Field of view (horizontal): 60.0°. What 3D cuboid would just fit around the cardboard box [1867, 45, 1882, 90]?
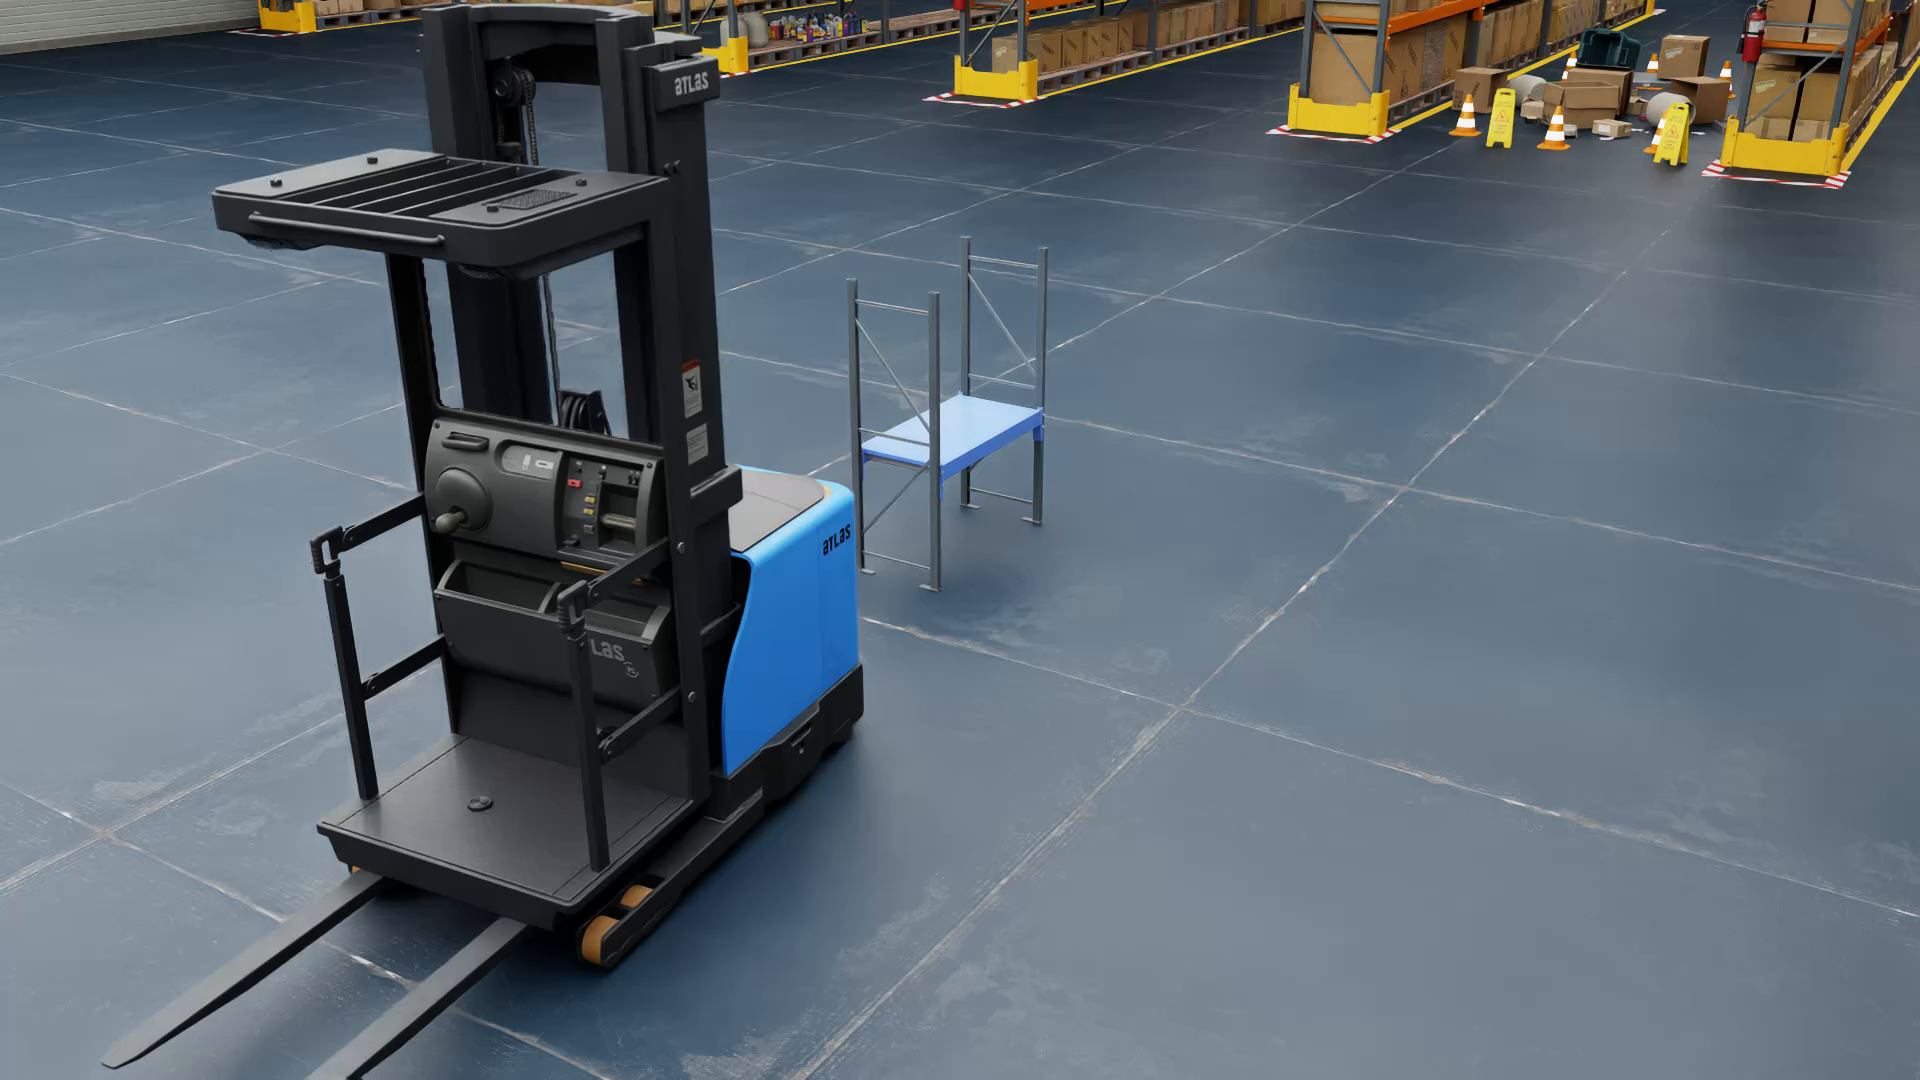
[{"bbox_3d":[10.895,-5.762,20.274,0.500,0.500,0.500,13,27,28],"label":"cardboard box"}]

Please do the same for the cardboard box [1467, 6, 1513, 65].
[{"bbox_3d":[7.483,-7.460,24.510,1.050,0.750,0.750,14,27,29],"label":"cardboard box"}]

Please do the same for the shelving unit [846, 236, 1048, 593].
[{"bbox_3d":[-0.045,-0.659,8.386,0.538,1.500,1.048,14,27,29],"label":"shelving unit"}]

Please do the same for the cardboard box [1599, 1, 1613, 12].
[{"bbox_3d":[11.403,-9.523,29.657,0.380,0.149,0.250,15,28,31],"label":"cardboard box"}]

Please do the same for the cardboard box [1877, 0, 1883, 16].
[{"bbox_3d":[10.154,-6.198,18.792,0.500,0.500,0.500,13,27,28],"label":"cardboard box"}]

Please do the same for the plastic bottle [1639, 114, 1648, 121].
[{"bbox_3d":[8.705,-5.352,21.037,0.133,0.061,0.283,20,30,38],"label":"plastic bottle"}]

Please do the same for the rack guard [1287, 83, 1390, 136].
[{"bbox_3d":[4.598,-5.241,20.228,1.175,0.500,0.348,14,27,29],"label":"rack guard"}]

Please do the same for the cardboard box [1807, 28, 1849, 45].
[{"bbox_3d":[9.224,-5.349,17.647,0.380,0.149,0.250,14,27,29],"label":"cardboard box"}]

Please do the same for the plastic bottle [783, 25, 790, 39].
[{"bbox_3d":[-2.816,-8.244,26.986,0.097,0.201,0.097,0,23,0],"label":"plastic bottle"}]

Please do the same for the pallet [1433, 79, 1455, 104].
[{"bbox_3d":[6.253,-6.227,22.867,1.003,0.211,1.213,14,27,29],"label":"pallet"}]

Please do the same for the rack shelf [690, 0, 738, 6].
[{"bbox_3d":[-2.703,-8.853,26.330,1.077,0.370,4.000,14,27,29],"label":"rack shelf"}]

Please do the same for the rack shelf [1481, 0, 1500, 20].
[{"bbox_3d":[7.775,-8.091,24.571,1.077,0.370,4.000,14,27,29],"label":"rack shelf"}]

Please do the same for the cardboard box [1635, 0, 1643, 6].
[{"bbox_3d":[12.900,-10.352,31.946,0.380,0.149,0.250,15,27,31],"label":"cardboard box"}]

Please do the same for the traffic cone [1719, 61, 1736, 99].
[{"bbox_3d":[10.444,-6.291,22.700,0.336,0.463,0.334,14,27,29],"label":"traffic cone"}]

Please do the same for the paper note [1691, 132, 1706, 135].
[{"bbox_3d":[8.913,-4.913,20.061,0.142,0.019,0.148,5,24,11],"label":"paper note"}]

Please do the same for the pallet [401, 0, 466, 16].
[{"bbox_3d":[-10.389,-10.420,32.555,1.003,0.211,1.213,14,27,29],"label":"pallet"}]

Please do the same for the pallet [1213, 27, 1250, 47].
[{"bbox_3d":[4.256,-8.627,28.412,1.003,0.211,1.213,14,27,29],"label":"pallet"}]

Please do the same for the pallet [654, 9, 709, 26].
[{"bbox_3d":[-5.499,-9.874,31.294,1.003,0.211,1.213,14,27,29],"label":"pallet"}]

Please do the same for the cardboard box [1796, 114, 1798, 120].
[{"bbox_3d":[9.347,-4.827,19.056,0.500,0.250,0.500,14,27,29],"label":"cardboard box"}]

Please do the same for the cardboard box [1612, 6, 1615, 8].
[{"bbox_3d":[11.724,-9.667,30.365,0.380,0.149,0.250,13,27,28],"label":"cardboard box"}]

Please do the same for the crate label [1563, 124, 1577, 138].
[{"bbox_3d":[7.239,-4.891,19.876,0.250,0.136,0.298,1,23,2],"label":"crate label"}]

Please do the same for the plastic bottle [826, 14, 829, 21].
[{"bbox_3d":[-2.245,-8.661,27.846,0.061,0.283,0.133,14,27,29],"label":"plastic bottle"}]

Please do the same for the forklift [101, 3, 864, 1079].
[{"bbox_3d":[-1.496,-0.133,5.369,1.130,2.935,3.031,11,26,24],"label":"forklift"}]

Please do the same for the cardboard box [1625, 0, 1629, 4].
[{"bbox_3d":[12.207,-10.045,30.863,0.380,0.149,0.250,14,27,29],"label":"cardboard box"}]

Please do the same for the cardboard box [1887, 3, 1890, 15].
[{"bbox_3d":[11.068,-6.456,20.203,0.380,0.149,0.250,14,27,28],"label":"cardboard box"}]

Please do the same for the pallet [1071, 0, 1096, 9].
[{"bbox_3d":[2.129,-11.027,33.956,1.003,0.211,1.213,14,27,29],"label":"pallet"}]

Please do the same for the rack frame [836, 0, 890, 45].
[{"bbox_3d":[-1.648,-9.858,27.746,1.000,3.000,0.127,14,27,29],"label":"rack frame"}]

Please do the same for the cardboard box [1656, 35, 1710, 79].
[{"bbox_3d":[9.451,-6.307,21.736,0.500,0.500,0.500,14,27,29],"label":"cardboard box"}]

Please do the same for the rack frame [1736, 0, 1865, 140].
[{"bbox_3d":[8.869,-5.393,17.433,1.000,3.000,0.127,14,27,29],"label":"rack frame"}]

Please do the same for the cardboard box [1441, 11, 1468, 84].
[{"bbox_3d":[6.329,-6.767,22.751,0.875,0.875,0.875,14,27,30],"label":"cardboard box"}]

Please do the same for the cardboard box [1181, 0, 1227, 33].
[{"bbox_3d":[4.052,-8.805,27.905,0.700,0.500,0.500,11,26,25],"label":"cardboard box"}]

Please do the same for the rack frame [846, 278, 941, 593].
[{"bbox_3d":[-0.313,-0.488,7.989,0.500,1.500,0.032,14,27,29],"label":"rack frame"}]

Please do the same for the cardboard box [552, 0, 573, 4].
[{"bbox_3d":[-6.977,-9.297,28.439,0.500,0.500,0.500,14,27,29],"label":"cardboard box"}]

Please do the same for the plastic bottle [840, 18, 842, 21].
[{"bbox_3d":[-1.983,-8.490,27.460,0.152,0.276,0.135,14,27,29],"label":"plastic bottle"}]

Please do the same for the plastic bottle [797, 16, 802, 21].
[{"bbox_3d":[-2.648,-8.517,27.514,0.061,0.283,0.133,15,28,31],"label":"plastic bottle"}]

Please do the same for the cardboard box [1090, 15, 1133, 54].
[{"bbox_3d":[2.315,-7.739,25.469,0.500,0.500,0.500,13,27,27],"label":"cardboard box"}]

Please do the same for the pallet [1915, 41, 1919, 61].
[{"bbox_3d":[14.856,-7.887,26.704,1.003,0.211,1.213,14,27,29],"label":"pallet"}]

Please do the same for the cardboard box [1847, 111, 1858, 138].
[{"bbox_3d":[9.805,-4.709,18.785,0.500,0.250,0.500,15,28,31],"label":"cardboard box"}]

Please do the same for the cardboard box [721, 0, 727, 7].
[{"bbox_3d":[-4.620,-10.432,32.003,0.500,0.250,0.500,14,27,30],"label":"cardboard box"}]

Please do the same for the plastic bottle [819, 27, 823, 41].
[{"bbox_3d":[-2.251,-8.155,26.781,0.097,0.201,0.097,0,23,0],"label":"plastic bottle"}]

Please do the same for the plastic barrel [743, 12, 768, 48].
[{"bbox_3d":[-3.211,-7.966,25.979,0.421,0.512,0.421,0,23,0],"label":"plastic barrel"}]

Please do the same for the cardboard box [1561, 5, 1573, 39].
[{"bbox_3d":[9.682,-8.498,27.222,0.500,0.500,0.500,14,27,30],"label":"cardboard box"}]

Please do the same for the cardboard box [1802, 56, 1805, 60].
[{"bbox_3d":[9.482,-5.602,19.086,0.380,0.149,0.250,15,28,31],"label":"cardboard box"}]

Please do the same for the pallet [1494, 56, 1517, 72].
[{"bbox_3d":[7.706,-7.156,25.015,1.003,0.211,1.213,14,27,29],"label":"pallet"}]

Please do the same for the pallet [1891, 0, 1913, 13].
[{"bbox_3d":[11.506,-6.883,21.115,1.003,0.211,1.213,14,27,29],"label":"pallet"}]

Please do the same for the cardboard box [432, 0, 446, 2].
[{"bbox_3d":[-10.321,-10.649,32.586,0.380,0.166,0.250,10,25,22],"label":"cardboard box"}]

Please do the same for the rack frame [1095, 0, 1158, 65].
[{"bbox_3d":[2.560,-8.820,25.348,1.000,3.000,0.127,14,27,29],"label":"rack frame"}]

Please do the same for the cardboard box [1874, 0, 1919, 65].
[{"bbox_3d":[13.524,-7.527,24.507,0.875,0.875,0.875,14,27,28],"label":"cardboard box"}]

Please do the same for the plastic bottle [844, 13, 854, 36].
[{"bbox_3d":[-1.844,-8.502,27.394,0.144,0.351,0.185,12,26,26],"label":"plastic bottle"}]
